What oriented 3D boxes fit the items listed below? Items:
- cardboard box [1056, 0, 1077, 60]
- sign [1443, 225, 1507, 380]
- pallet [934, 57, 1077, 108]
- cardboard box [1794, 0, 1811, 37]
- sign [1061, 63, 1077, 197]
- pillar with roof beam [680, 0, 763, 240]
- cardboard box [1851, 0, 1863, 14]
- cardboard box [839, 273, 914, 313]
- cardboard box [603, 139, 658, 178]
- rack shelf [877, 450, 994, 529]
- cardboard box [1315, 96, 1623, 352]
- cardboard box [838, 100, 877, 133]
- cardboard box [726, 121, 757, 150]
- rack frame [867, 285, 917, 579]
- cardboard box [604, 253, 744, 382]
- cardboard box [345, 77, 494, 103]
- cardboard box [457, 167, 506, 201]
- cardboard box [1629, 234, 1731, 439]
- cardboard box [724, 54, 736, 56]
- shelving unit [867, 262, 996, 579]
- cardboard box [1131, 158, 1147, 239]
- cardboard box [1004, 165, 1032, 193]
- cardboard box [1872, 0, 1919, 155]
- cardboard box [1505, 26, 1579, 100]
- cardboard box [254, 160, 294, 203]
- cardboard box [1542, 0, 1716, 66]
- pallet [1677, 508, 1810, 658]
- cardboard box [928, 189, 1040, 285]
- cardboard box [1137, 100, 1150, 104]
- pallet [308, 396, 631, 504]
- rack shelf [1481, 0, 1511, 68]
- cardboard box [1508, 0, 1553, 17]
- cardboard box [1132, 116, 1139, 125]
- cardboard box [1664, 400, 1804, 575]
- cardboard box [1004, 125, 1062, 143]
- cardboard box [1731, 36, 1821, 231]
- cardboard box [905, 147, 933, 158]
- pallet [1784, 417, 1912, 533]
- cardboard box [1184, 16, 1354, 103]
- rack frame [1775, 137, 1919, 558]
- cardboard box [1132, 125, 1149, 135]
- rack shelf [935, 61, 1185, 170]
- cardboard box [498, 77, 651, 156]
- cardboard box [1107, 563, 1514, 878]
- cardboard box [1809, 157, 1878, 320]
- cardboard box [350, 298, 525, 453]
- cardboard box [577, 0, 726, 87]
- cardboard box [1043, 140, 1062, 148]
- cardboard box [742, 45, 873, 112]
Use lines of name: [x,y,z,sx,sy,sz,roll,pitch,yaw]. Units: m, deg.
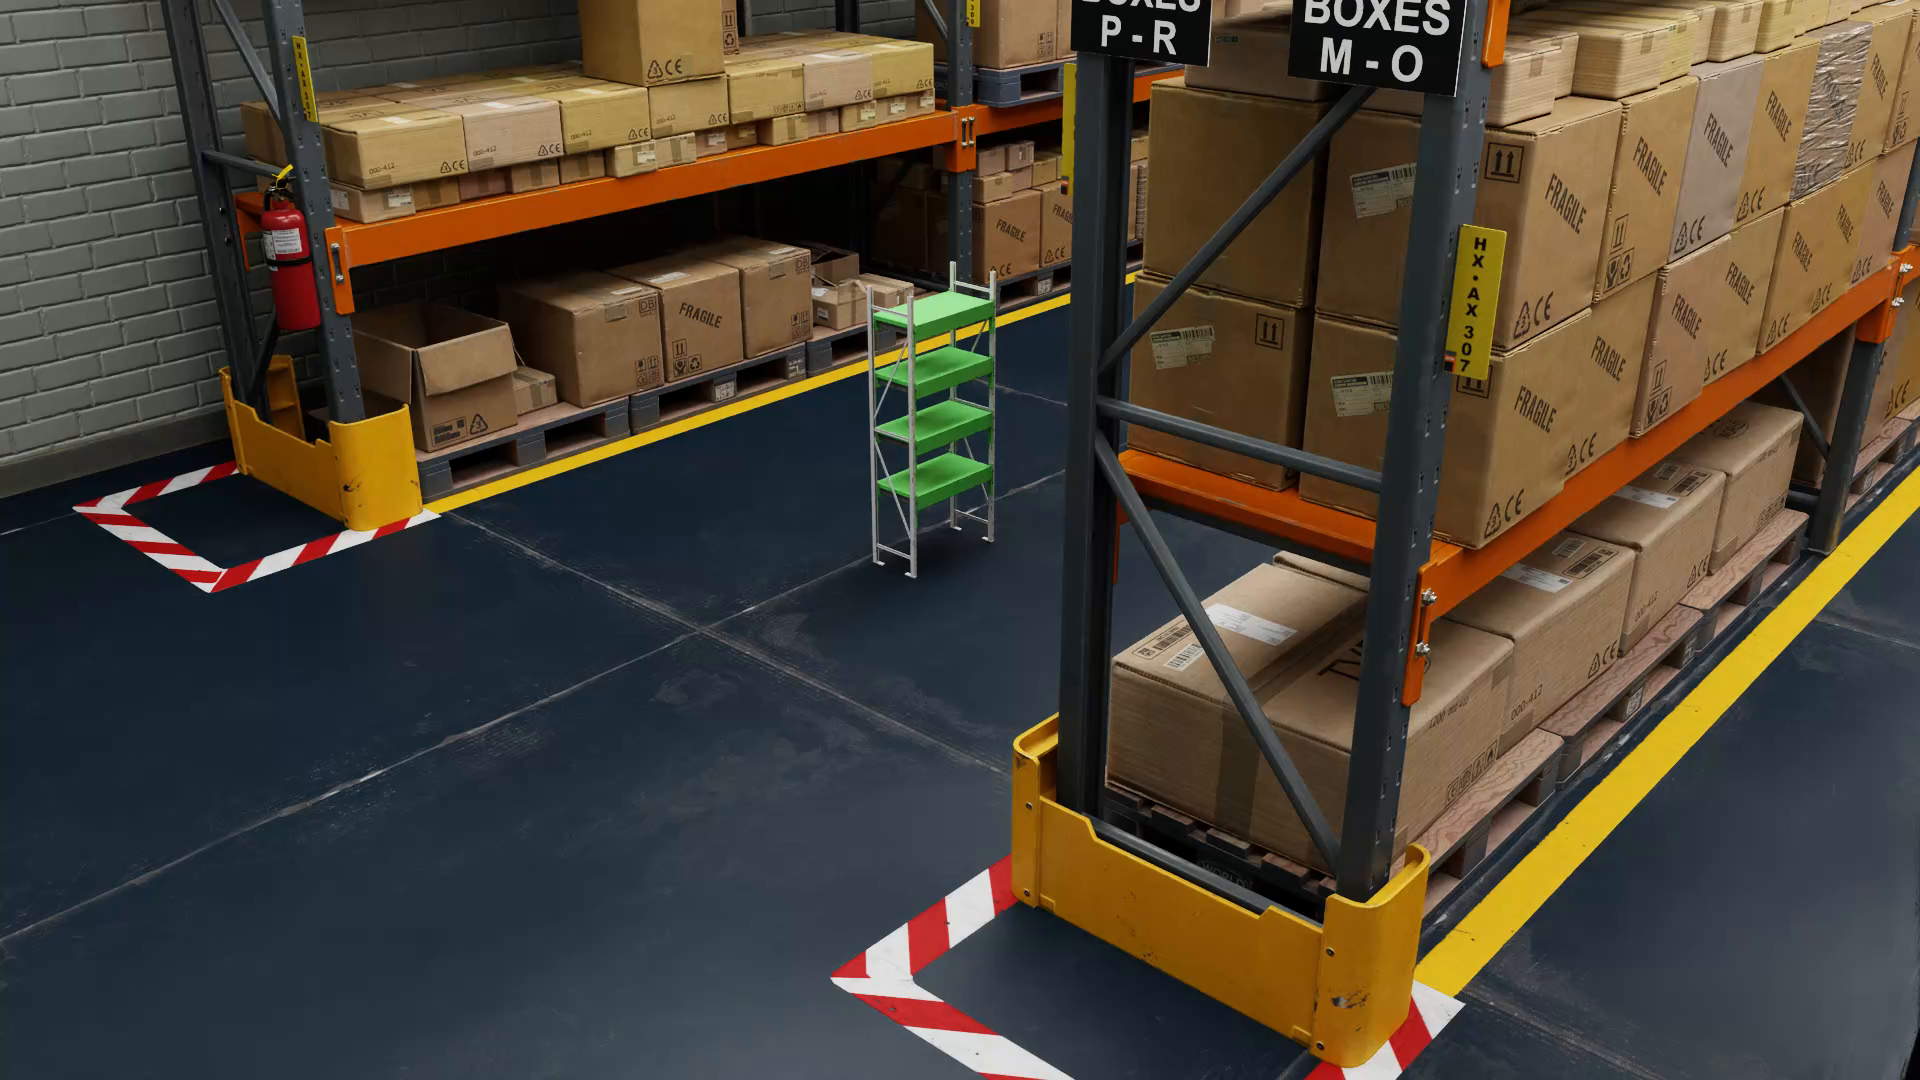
cardboard box: [0.497,-3.283,10.270,0.700,0.500,0.500,21,31,38]
sign: [1.100,-0.506,3.558,0.100,0.325,0.005,20,31,38]
pallet: [0.276,-2.928,10.348,1.003,0.211,1.213,20,31,38]
cardboard box: [2.339,-1.613,5.045,0.380,0.149,0.250,20,31,38]
sign: [0.296,-1.017,4.148,0.100,0.325,0.005,20,31,38]
pillar with roof beam: [1.732,-4.397,6.059,9.100,9.000,0.400,20,31,38]
cardboard box: [2.806,-1.858,5.591,0.380,0.149,0.250,20,31,37]
cardboard box: [-0.492,-1.442,9.772,0.380,0.149,0.250,19,30,36]
cardboard box: [-1.688,-1.872,8.067,0.380,0.149,0.250,19,30,36]
rack shelf: [-0.110,-0.220,7.016,0.258,0.148,0.480,20,31,38]
cardboard box: [1.223,-0.799,4.021,0.500,0.500,0.500,19,31,36]
cardboard box: [-0.676,-2.350,9.131,0.380,0.149,0.250,21,32,39]
cardboard box: [-1.277,-2.144,8.672,0.380,0.149,0.250,21,31,38]
rack frame: [-0.273,-0.423,6.726,0.240,1.200,0.015,20,31,38]
cardboard box: [-1.503,-1.178,8.753,0.500,0.500,0.500,21,31,38]
cardboard box: [-2.554,-2.020,7.908,0.500,0.250,0.500,20,31,38]
cardboard box: [-2.300,-1.673,7.622,0.380,0.149,0.250,20,31,37]
cardboard box: [1.895,-0.654,4.920,0.500,0.500,0.500,20,31,37]
cardboard box: [-1.546,-2.480,8.935,0.500,0.250,0.500,21,32,39]
shelving unit: [-0.110,-0.497,6.892,0.258,1.200,0.503,20,31,38]
cardboard box: [1.187,-2.411,11.502,0.500,0.500,0.500,19,30,36]
cardboard box: [0.226,-2.291,10.442,0.380,0.149,0.250,19,30,36]
cardboard box: [3.251,-1.730,6.098,0.500,0.500,0.500,20,31,37]
cardboard box: [1.256,-1.158,4.030,0.380,0.149,0.250,21,32,39]
cardboard box: [-2.987,-1.642,7.554,0.380,0.149,0.250,20,31,37]
cardboard box: [1.813,-1.386,4.537,0.380,0.149,0.250,21,31,38]
pallet: [2.795,0.035,6.913,1.003,0.211,1.213,20,31,38]
cardboard box: [0.152,-1.939,10.449,0.500,0.500,0.500,22,32,40]
cardboard box: [1.554,-3.220,12.514,0.380,0.149,0.250,21,32,39]
pallet: [-2.426,-0.577,8.278,1.003,0.211,1.213,20,31,38]
rack shelf: [2.026,-1.878,4.986,1.077,0.370,4.000,20,31,38]
cardboard box: [1.468,-1.502,4.796,0.380,0.149,0.250,20,31,37]
cardboard box: [1.059,-2.972,11.961,0.380,0.149,0.250,19,31,36]
cardboard box: [2.861,-0.308,6.889,0.875,0.438,0.875,20,31,37]
cardboard box: [0.525,-2.745,11.456,0.380,0.149,0.250,21,31,38]
cardboard box: [2.233,-1.270,5.071,0.500,0.500,0.500,20,31,38]
cardboard box: [-0.136,-2.421,10.733,0.380,0.149,0.250,20,31,38]
pallet: [3.819,-0.431,7.952,1.003,0.211,1.213,20,31,38]
cardboard box: [0.781,-1.191,4.102,0.380,0.149,0.250,21,31,38]
rack frame: [3.360,-1.447,6.812,1.000,3.000,0.127,20,31,38]
cardboard box: [1.284,-2.751,11.469,0.380,0.149,0.250,18,30,35]
rack shelf: [0.996,-3.083,11.338,1.077,0.370,4.000,20,31,38]
cardboard box: [-1.833,-2.024,7.917,0.500,0.250,0.500,19,31,37]
cardboard box: [1.057,0.520,5.041,0.875,0.438,0.875,19,30,36]
cardboard box: [2.902,-1.124,5.967,0.500,0.500,0.500,19,31,36]
cardboard box: [-2.529,-0.796,7.897,0.797,0.503,0.637,19,30,36]
cardboard box: [-1.504,-2.514,8.094,0.500,0.500,0.500,21,32,39]
cardboard box: [0.757,-2.525,10.965,0.380,0.149,0.250,20,31,37]
cardboard box: [-0.820,-2.490,8.958,0.500,0.250,0.500,20,31,38]
